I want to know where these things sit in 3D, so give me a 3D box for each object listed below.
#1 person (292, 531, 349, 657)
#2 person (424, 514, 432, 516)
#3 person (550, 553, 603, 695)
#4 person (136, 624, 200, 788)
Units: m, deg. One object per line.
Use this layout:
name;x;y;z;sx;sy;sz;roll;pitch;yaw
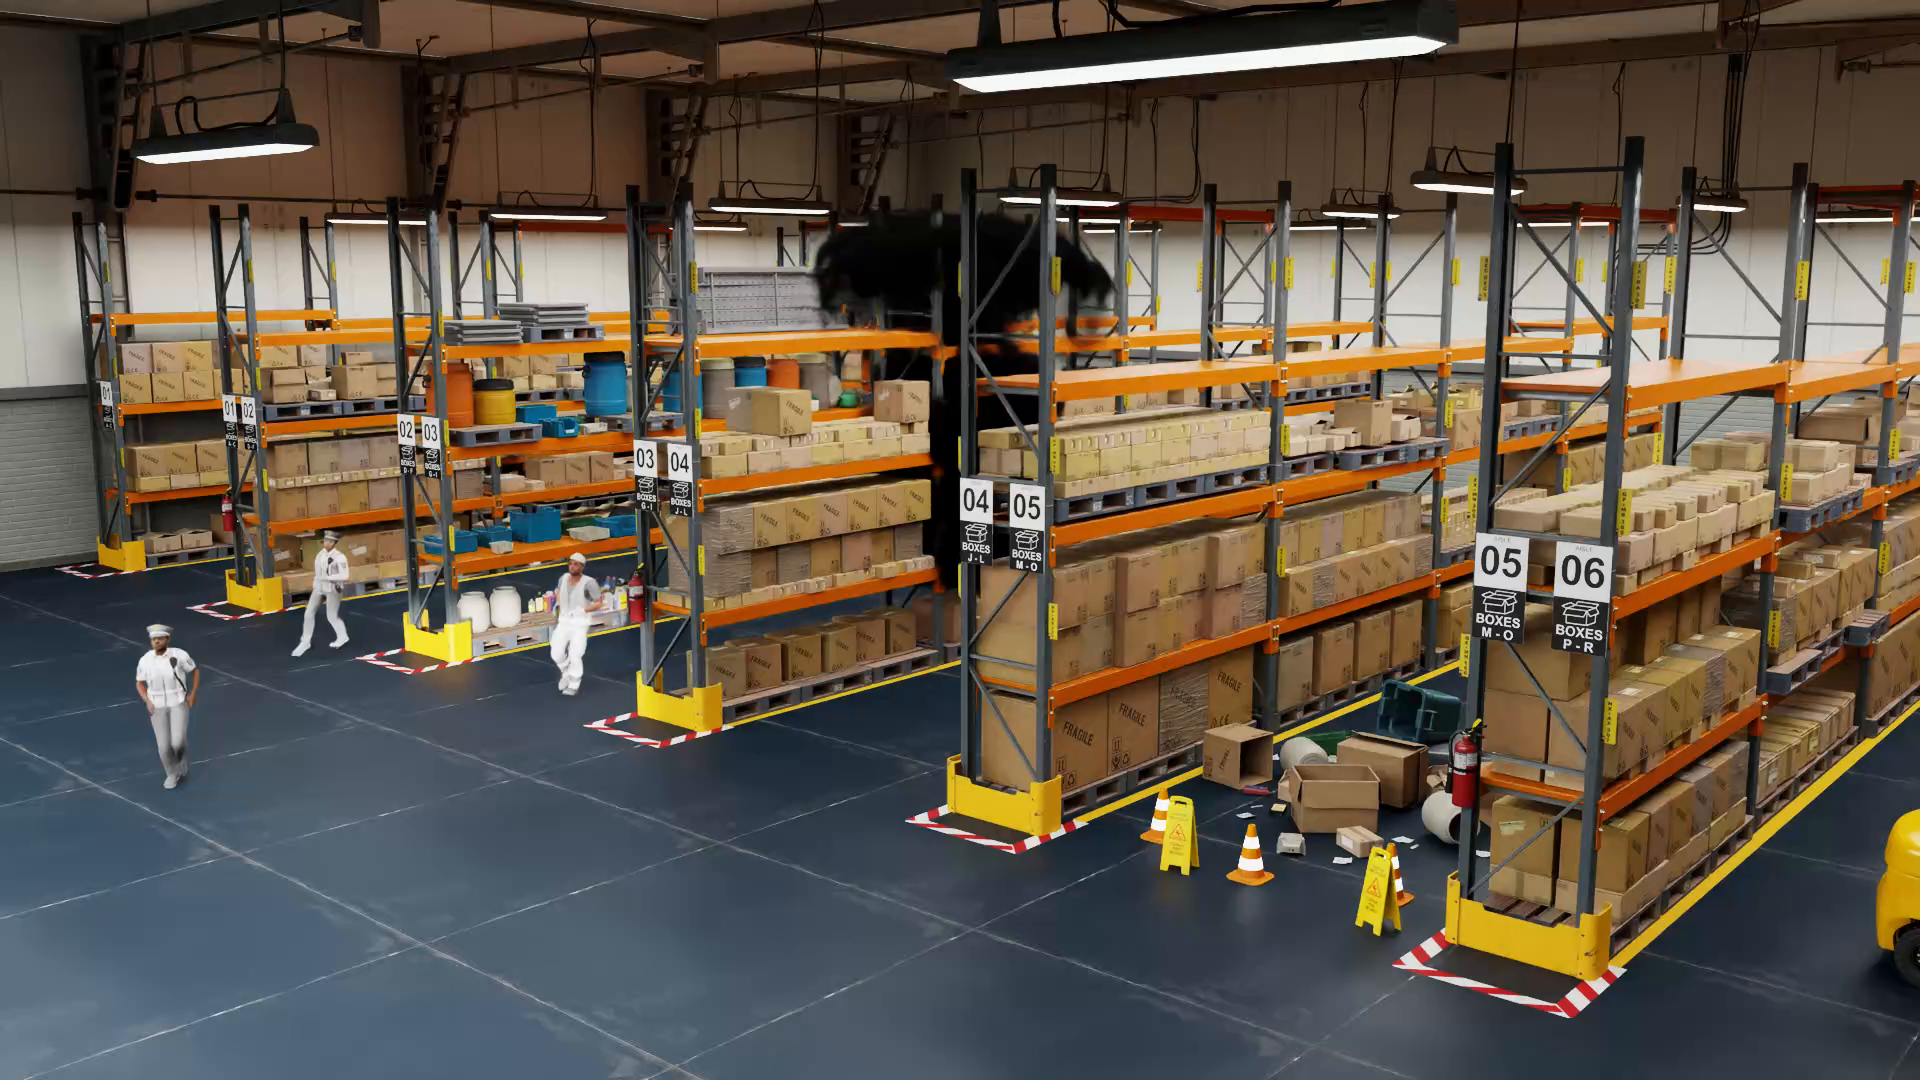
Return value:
person;-8.401;0.685;22.100;0.671;1.666;0.821;4;10;22
person;-9.474;-0.590;29.716;0.529;1.696;0.887;7;12;37
person;-4.602;1.021;19.931;0.681;1.756;0.531;2;10;13
person;-7.837;1.642;16.458;0.574;1.665;0.497;-3;10;-17
